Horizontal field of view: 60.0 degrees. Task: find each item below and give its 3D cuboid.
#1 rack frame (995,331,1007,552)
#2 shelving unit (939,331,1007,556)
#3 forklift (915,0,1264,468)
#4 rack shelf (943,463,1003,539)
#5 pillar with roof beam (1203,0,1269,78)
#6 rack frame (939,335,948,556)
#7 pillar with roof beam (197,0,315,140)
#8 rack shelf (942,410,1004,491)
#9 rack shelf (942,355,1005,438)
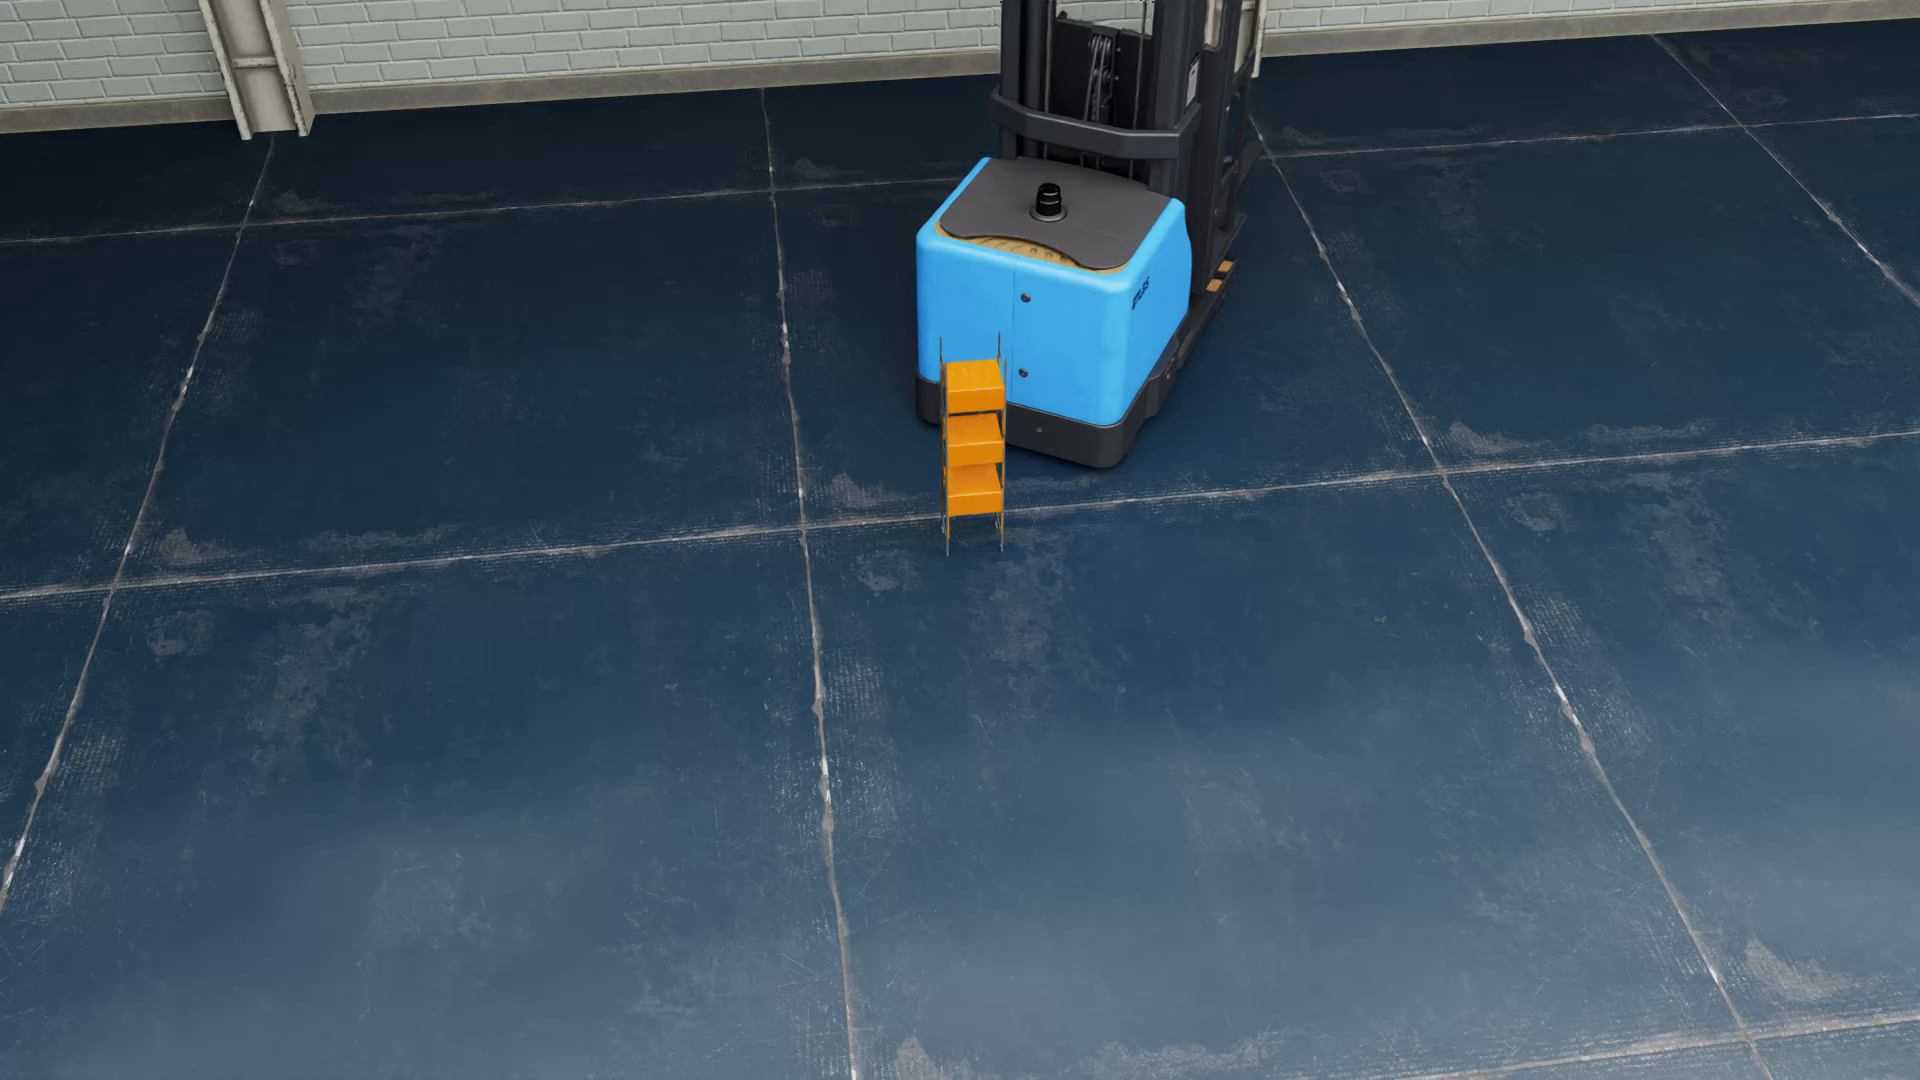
[{"bbox_3d":[0.174,-0.405,7.130,0.008,1.050,0.200,-5,42,-6],"label":"rack frame"},{"bbox_3d":[0.053,-0.394,7.119,0.252,1.050,0.215,-5,42,-6],"label":"shelving unit"},{"bbox_3d":[0.849,-2.415,7.955,1.130,2.935,3.031,17,45,18],"label":"forklift"},{"bbox_3d":[0.053,-0.180,7.312,0.240,0.259,0.215,-5,42,-6],"label":"rack shelf"},{"bbox_3d":[2.283,-3.574,4.709,0.400,9.000,9.100,-5,42,-6],"label":"pillar with roof beam"},{"bbox_3d":[-0.068,-0.384,7.107,0.008,1.050,0.200,-5,42,-6],"label":"rack frame"},{"bbox_3d":[-3.666,-3.053,4.131,0.400,9.000,9.100,-5,42,-6],"label":"pillar with roof beam"},{"bbox_3d":[0.053,-0.387,7.126,0.240,0.259,0.215,-5,42,-6],"label":"rack shelf"},{"bbox_3d":[0.053,-0.597,6.936,0.240,0.259,0.215,-5,42,-6],"label":"rack shelf"}]
